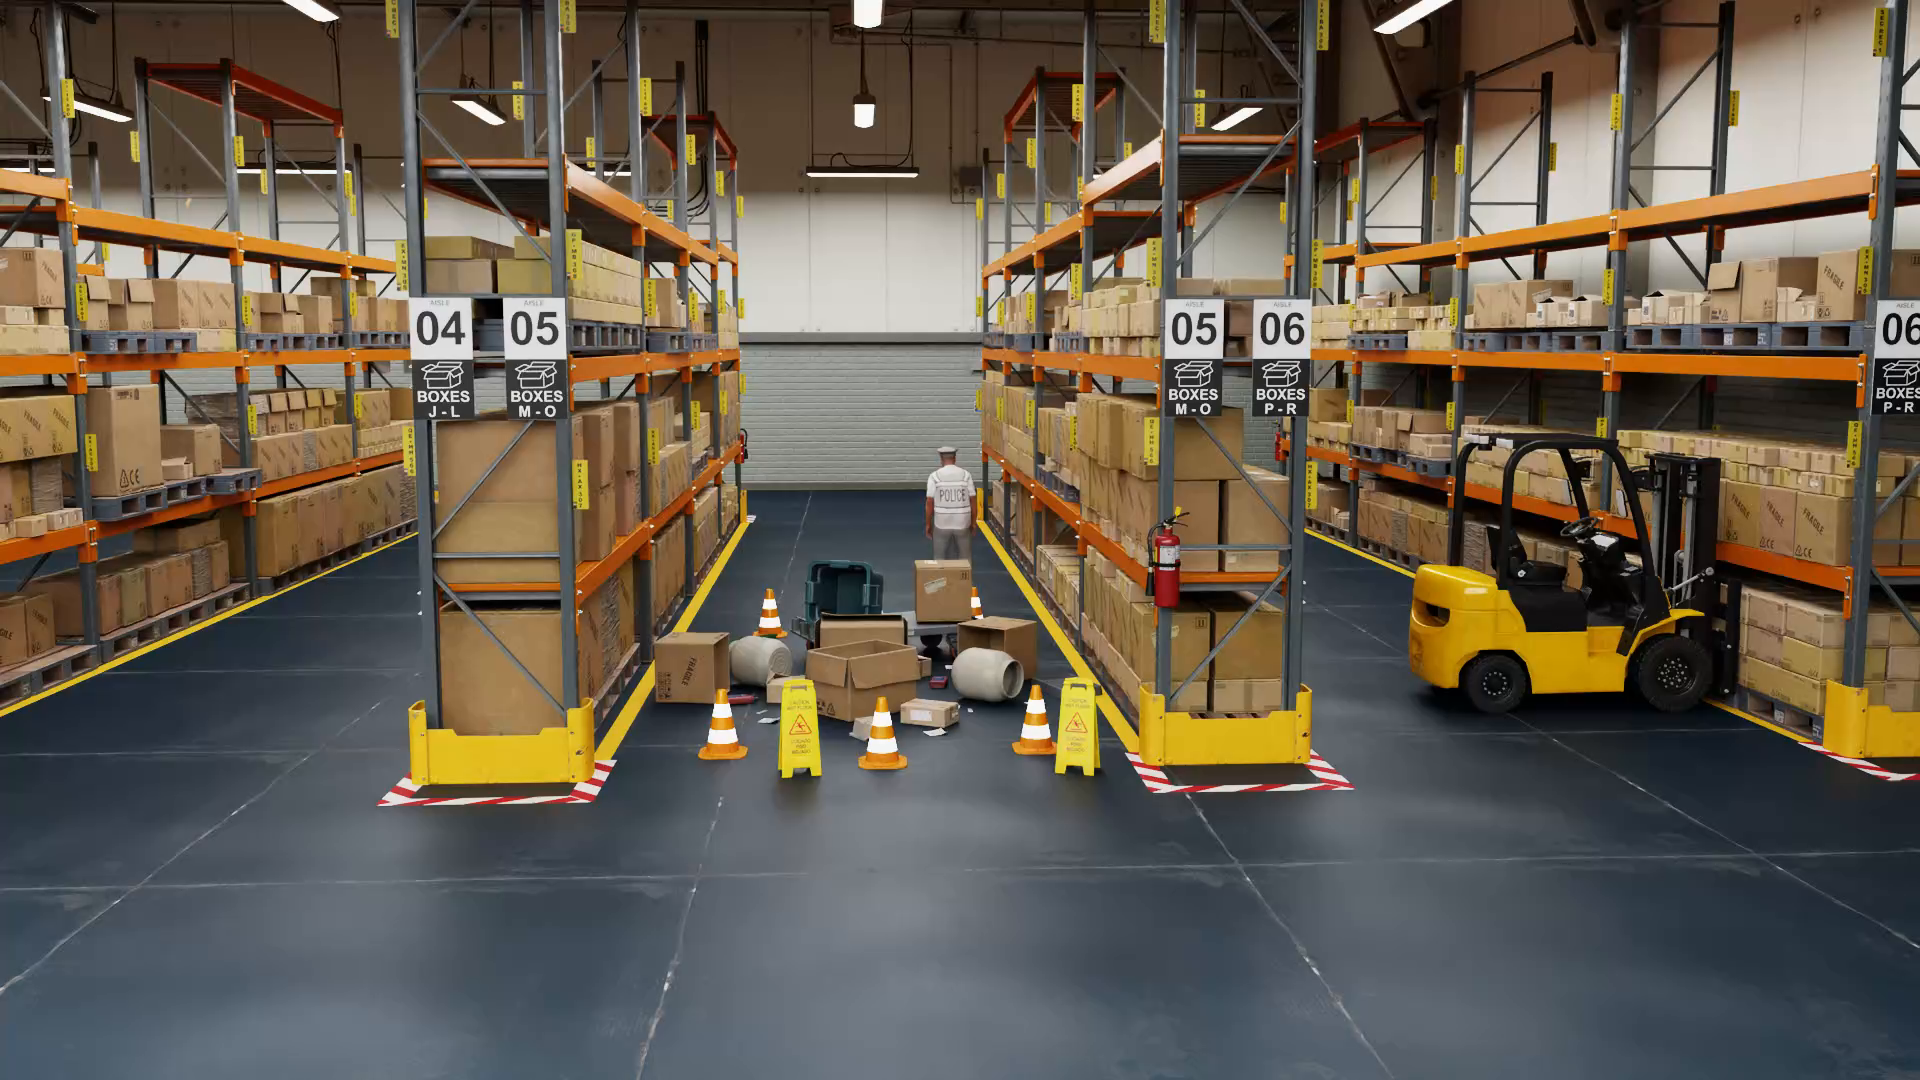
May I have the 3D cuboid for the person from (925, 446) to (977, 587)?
[{"bbox_3d":[-0.094,-0.164,18.592,0.597,1.747,0.437,-1,7,-7],"label":"person"}]
